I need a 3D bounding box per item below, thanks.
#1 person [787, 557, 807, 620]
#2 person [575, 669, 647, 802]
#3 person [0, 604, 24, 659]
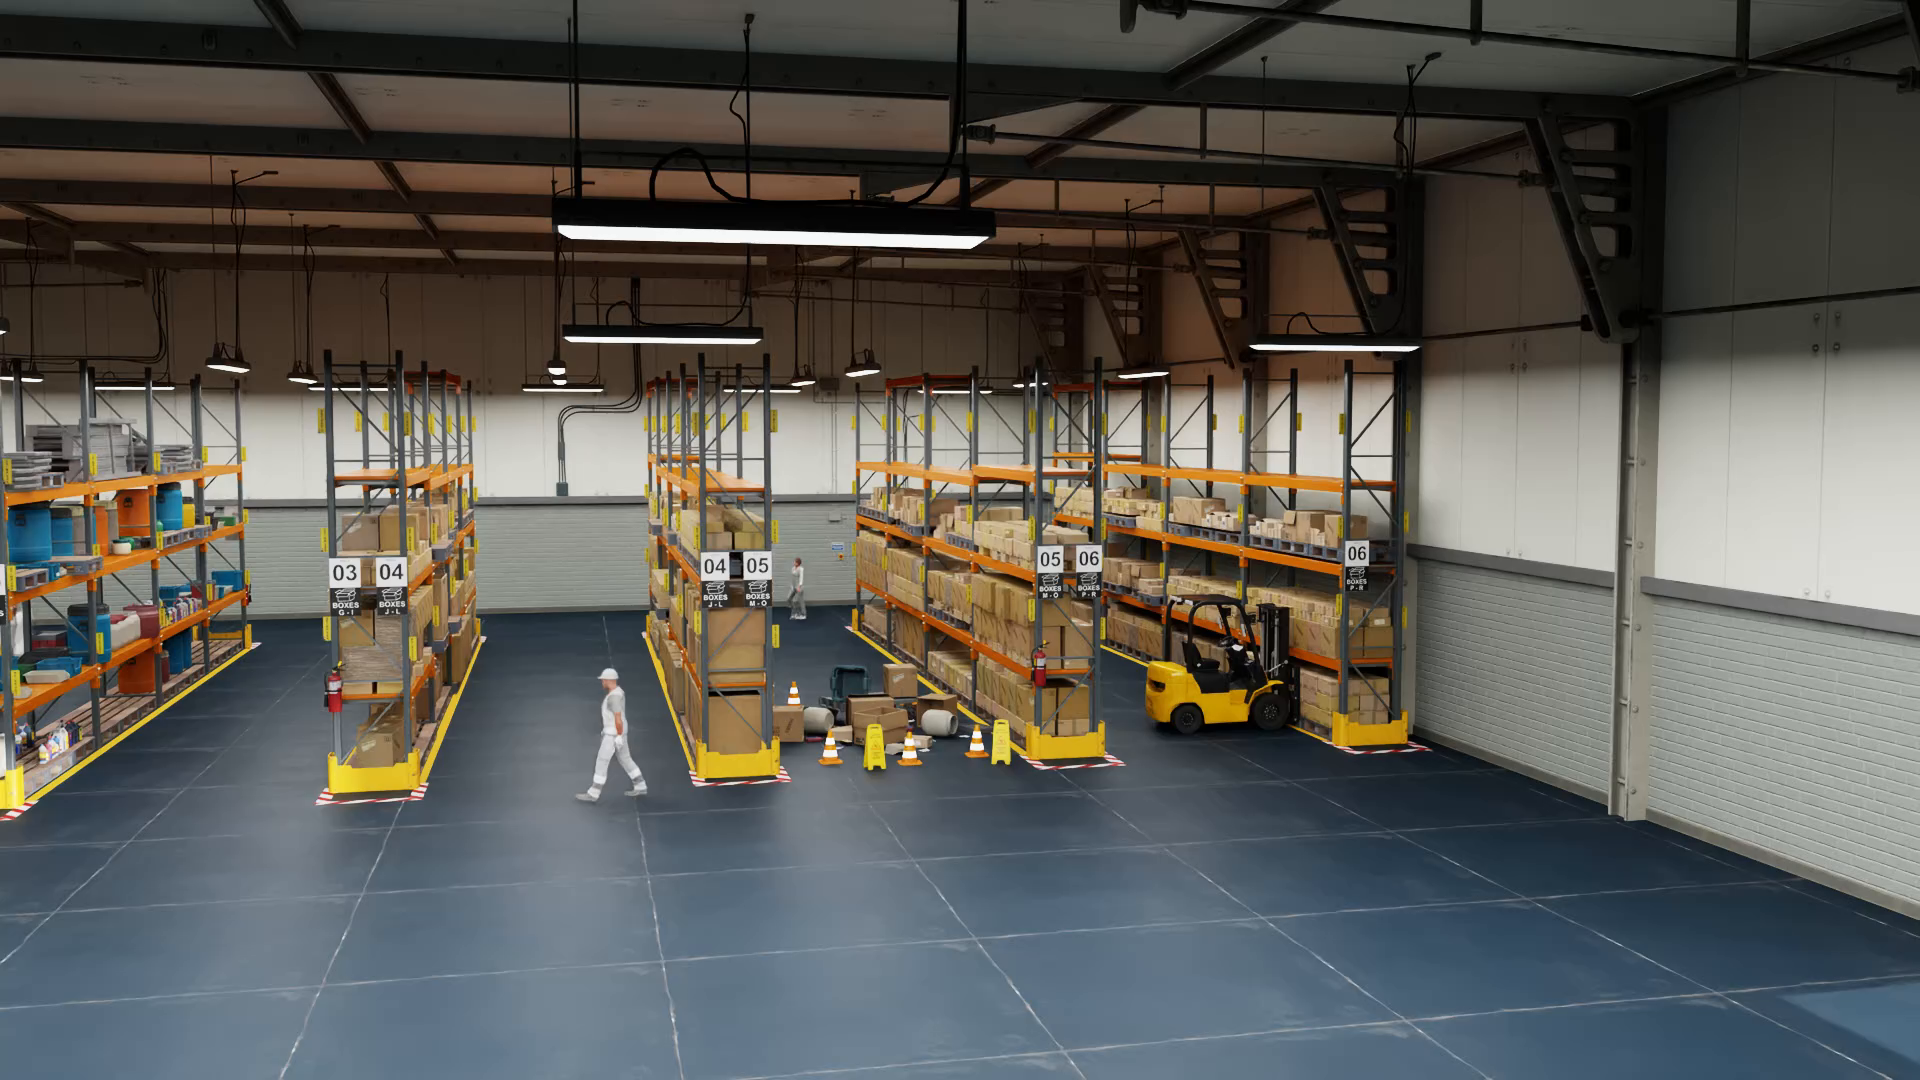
[{"bbox_3d":[-4.149,1.259,42.500,0.488,1.630,0.479,-3,5,-36],"label":"person"},{"bbox_3d":[-4.651,2.588,22.165,0.911,1.753,0.566,0,4,-5],"label":"person"},{"bbox_3d":[-17.715,1.968,31.033,0.553,1.715,1.171,-1,4,-16],"label":"person"}]
